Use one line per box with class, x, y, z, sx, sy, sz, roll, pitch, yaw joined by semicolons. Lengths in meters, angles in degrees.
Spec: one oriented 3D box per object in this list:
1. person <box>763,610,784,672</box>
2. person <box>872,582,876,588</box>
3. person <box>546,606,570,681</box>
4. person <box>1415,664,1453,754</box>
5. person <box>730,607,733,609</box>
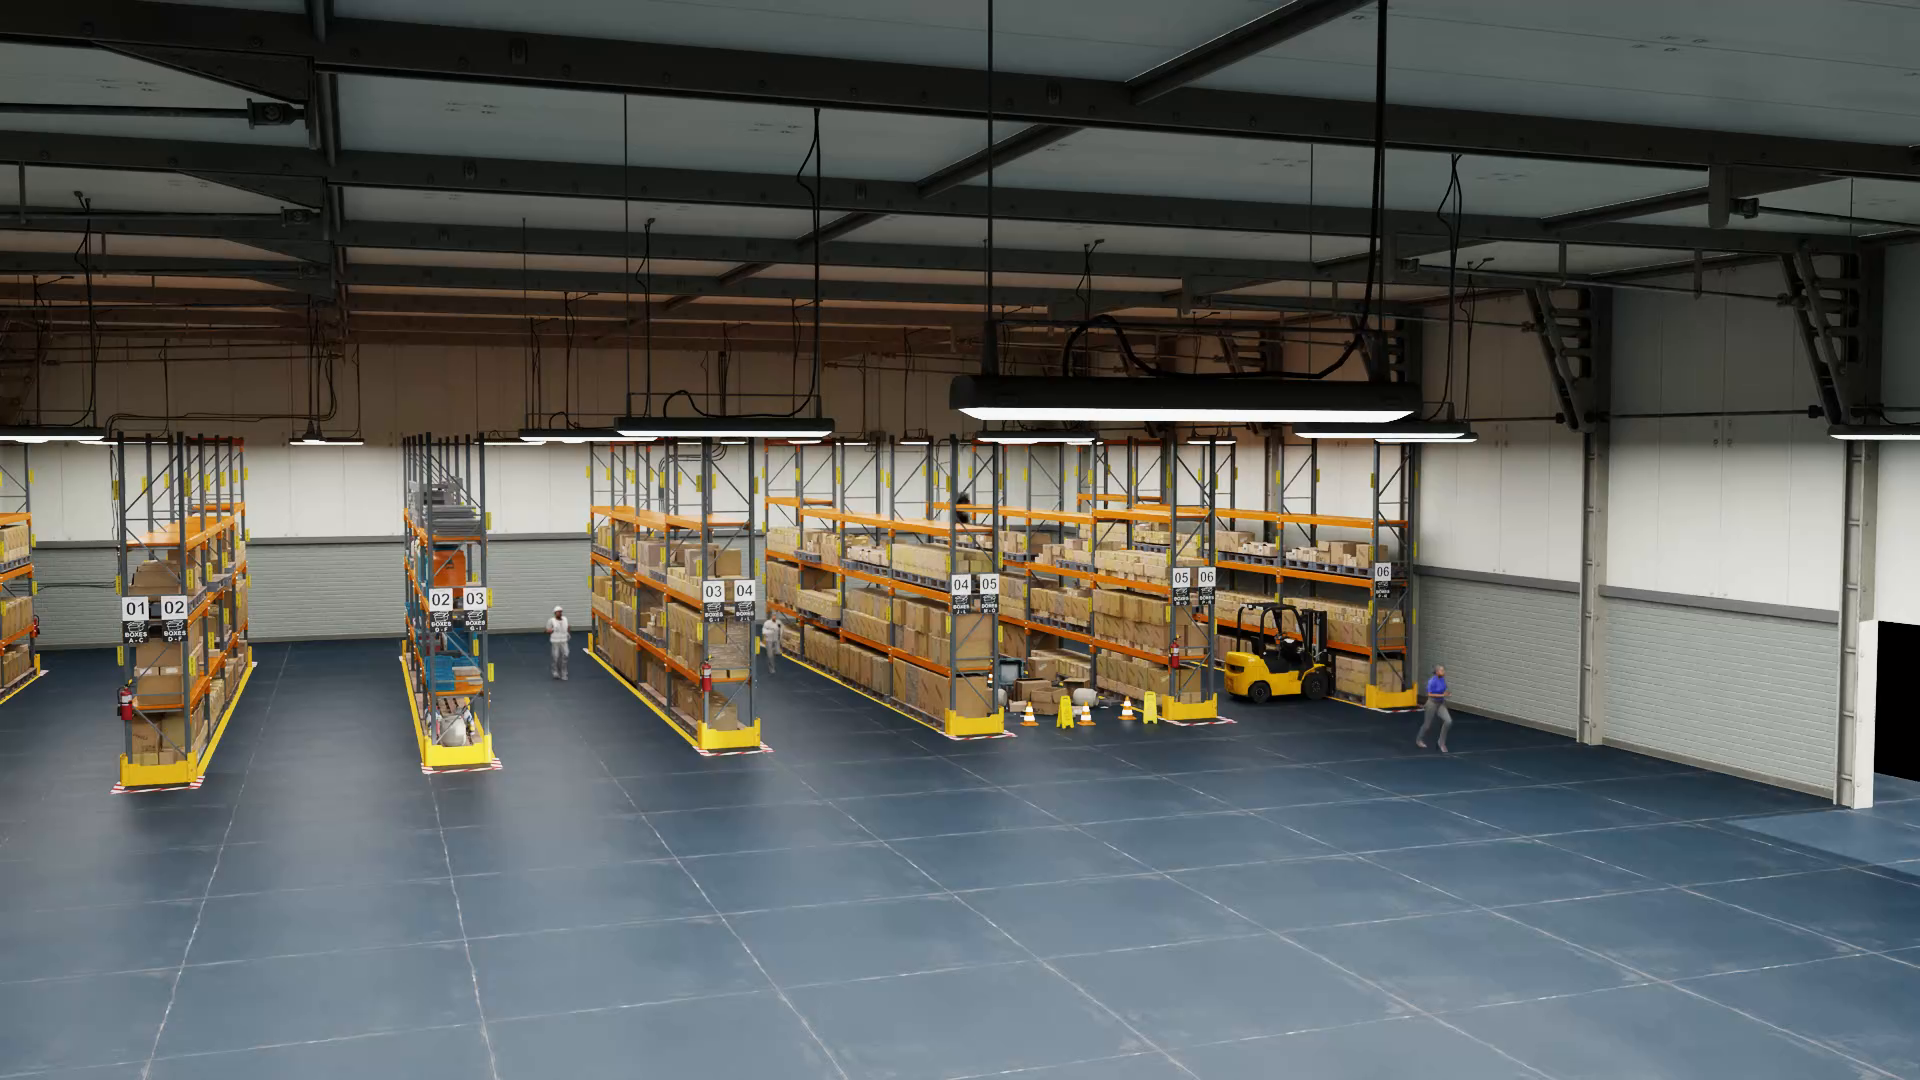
person;-4.716;2.570;42.139;0.602;1.613;0.730;-1;3;-18
person;-2.392;2.038;46.220;0.672;1.837;0.629;-1;3;-22
person;-9.889;2.554;41.041;0.654;1.835;0.735;-2;4;-29
person;8.936;3.170;31.331;0.599;1.684;0.833;-2;4;-35
person;-6.078;2.243;46.336;0.653;1.825;0.886;-1;3;-19
